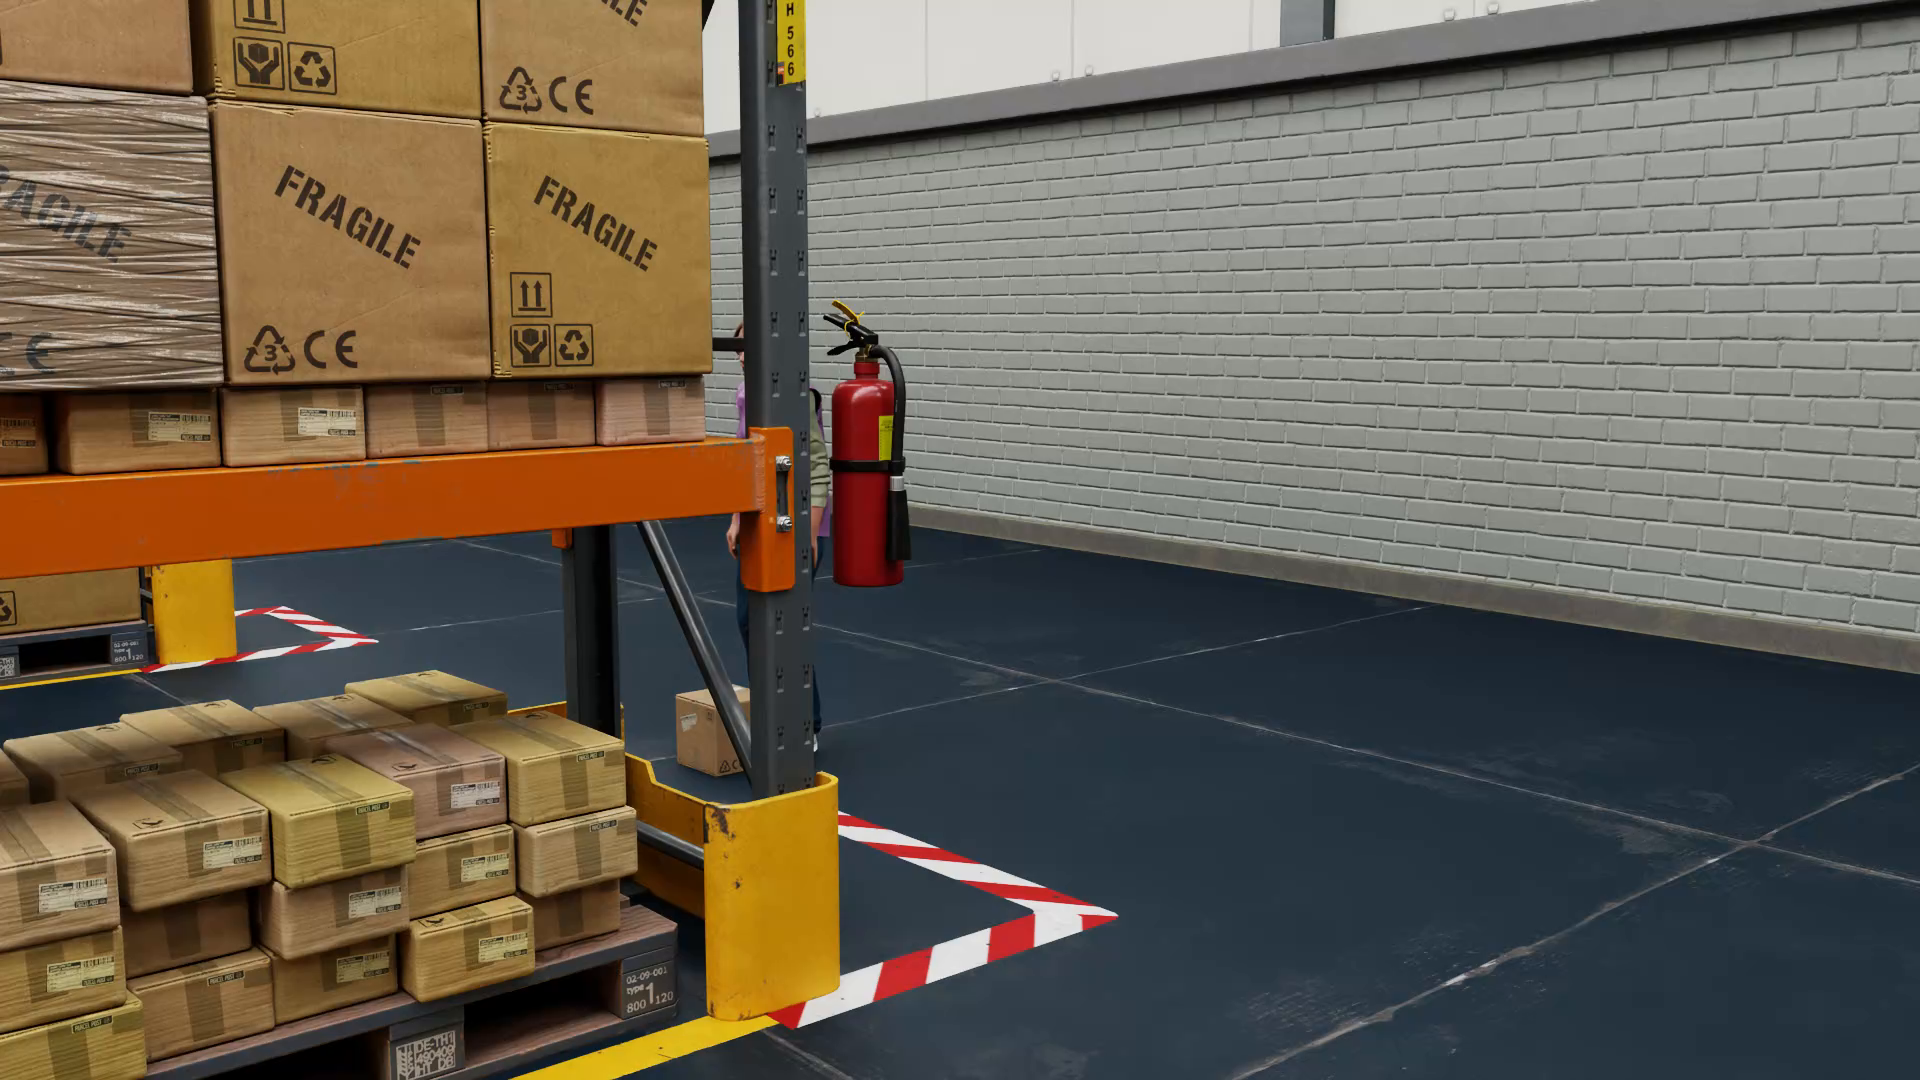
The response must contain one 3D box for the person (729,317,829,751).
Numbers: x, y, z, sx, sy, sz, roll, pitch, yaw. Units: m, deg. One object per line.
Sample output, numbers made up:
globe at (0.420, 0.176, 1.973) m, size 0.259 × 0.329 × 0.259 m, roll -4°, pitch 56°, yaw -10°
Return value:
person at (-0.662, -0.016, 5.959) m, size 0.347 × 1.591 × 0.459 m, roll -7°, pitch 10°, yaw -41°
